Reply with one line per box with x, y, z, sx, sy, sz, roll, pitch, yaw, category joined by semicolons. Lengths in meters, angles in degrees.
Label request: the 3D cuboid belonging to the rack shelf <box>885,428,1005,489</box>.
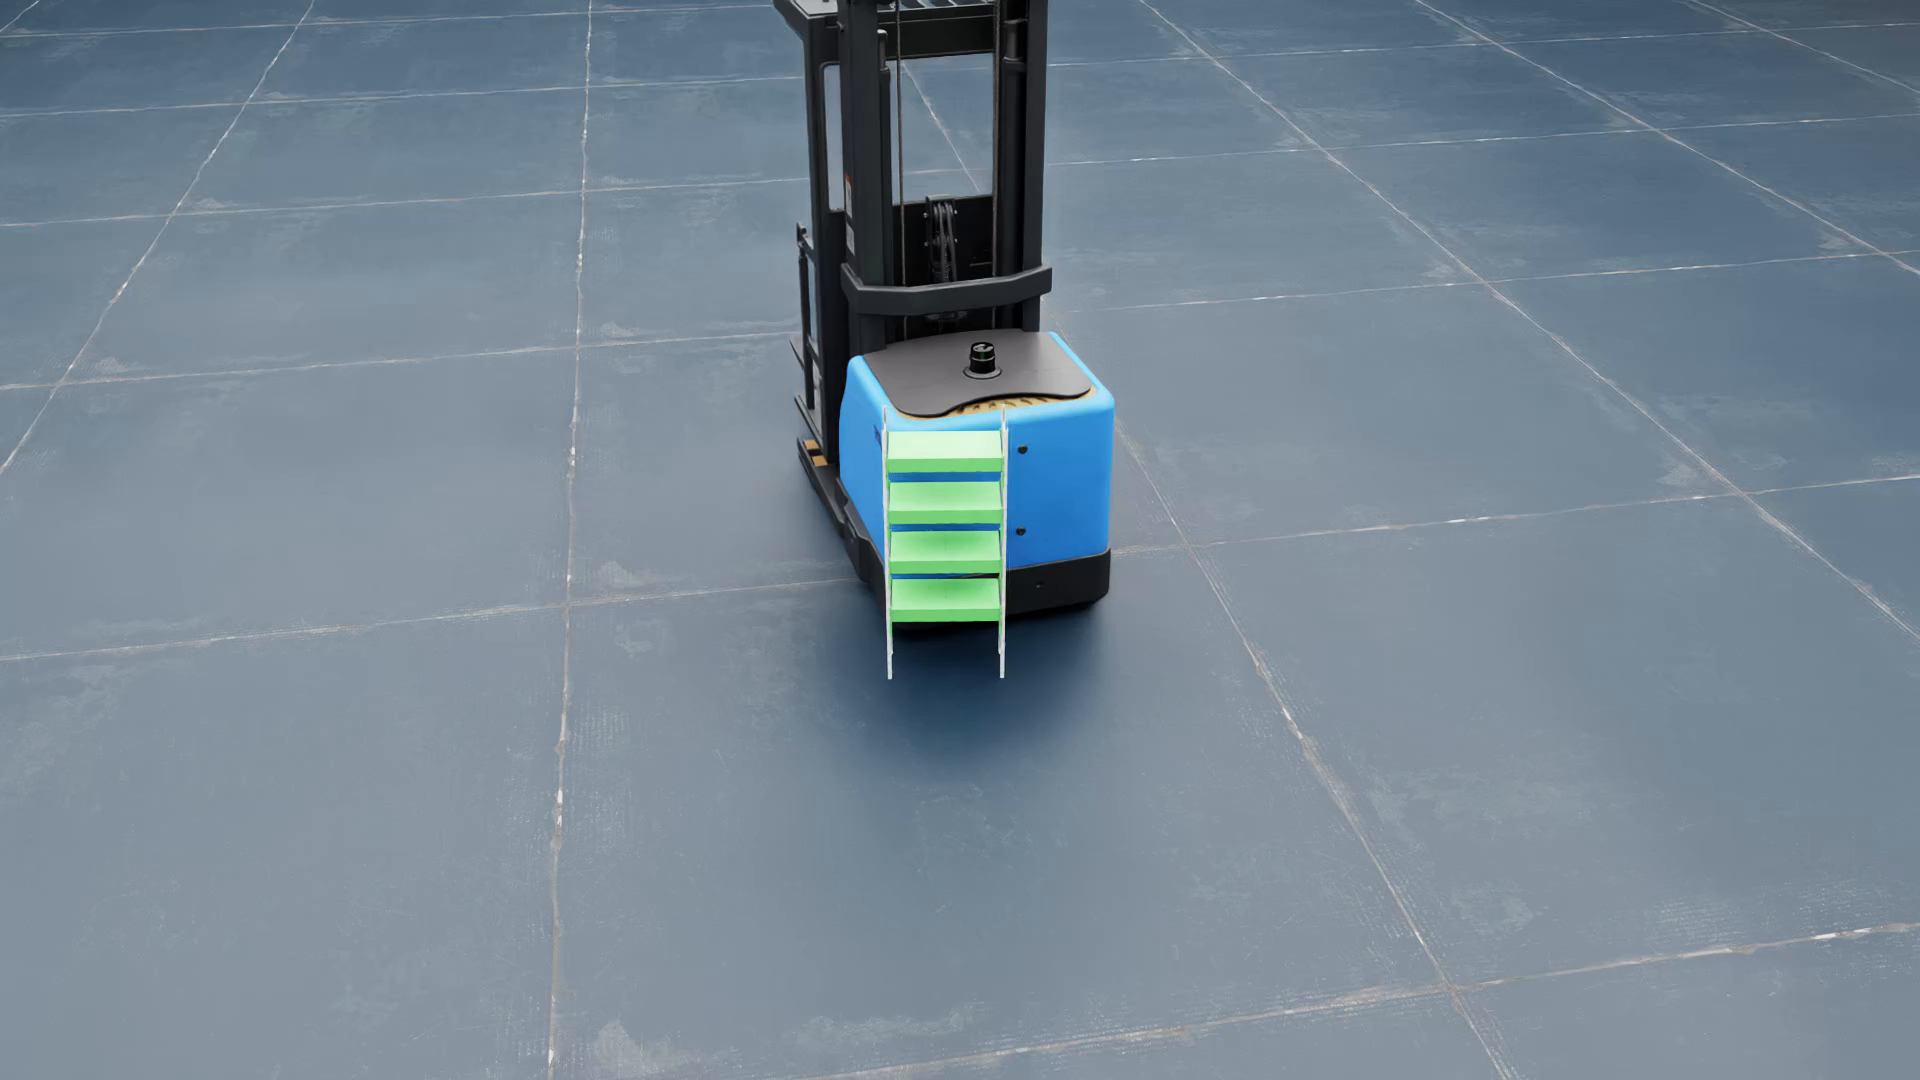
-0.063;-0.335;6.814;0.480;0.148;0.258;-1;30;-1;rack shelf

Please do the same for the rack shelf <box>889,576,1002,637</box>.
-0.063;0.286;7.179;0.480;0.148;0.258;-1;30;-1;rack shelf

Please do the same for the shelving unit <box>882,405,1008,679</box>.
-0.063;0.024;7.025;0.503;1.200;0.258;-1;30;-1;shelving unit

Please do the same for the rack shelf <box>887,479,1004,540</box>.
-0.063;-0.128;6.936;0.480;0.148;0.258;-1;30;-1;rack shelf

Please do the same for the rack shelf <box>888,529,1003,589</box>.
-0.063;0.079;7.058;0.480;0.148;0.258;-1;30;-1;rack shelf

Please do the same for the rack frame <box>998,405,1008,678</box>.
0.181;0.022;7.029;0.015;1.200;0.240;-1;30;-1;rack frame

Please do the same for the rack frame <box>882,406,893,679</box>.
-0.306;0.026;7.021;0.015;1.200;0.240;-1;30;-1;rack frame

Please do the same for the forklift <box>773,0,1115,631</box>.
-0.233;-1.594;8.068;1.130;2.935;3.031;-9;32;-15;forklift
